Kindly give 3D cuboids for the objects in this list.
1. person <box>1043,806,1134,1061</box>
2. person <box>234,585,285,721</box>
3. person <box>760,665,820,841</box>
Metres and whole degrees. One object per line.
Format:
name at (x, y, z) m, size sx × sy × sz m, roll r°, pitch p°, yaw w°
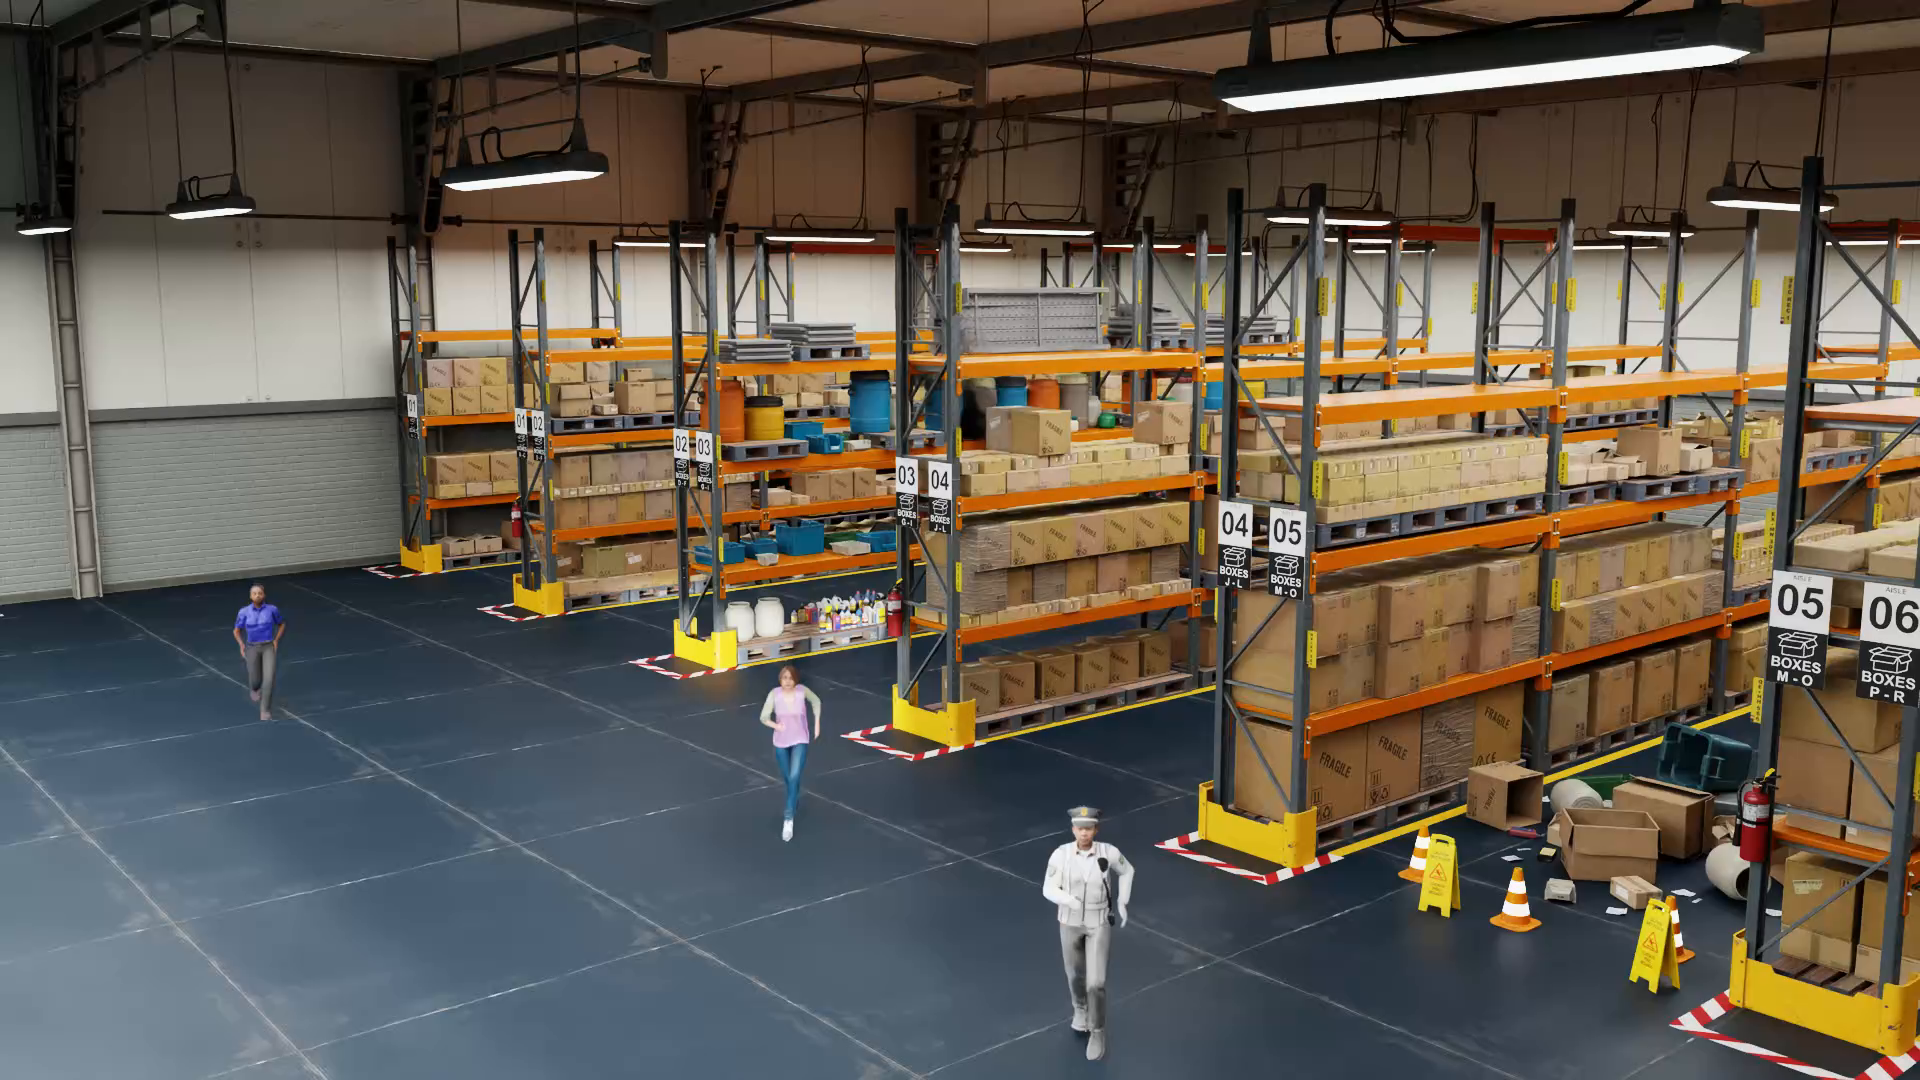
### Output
person at (0.855, 2.628, 11.241) m, size 0.578 × 1.738 × 0.718 m, roll 2°, pitch 9°, yaw 12°
person at (-8.378, 1.328, 19.940) m, size 0.575 × 1.618 × 0.611 m, roll -4°, pitch 10°, yaw -26°
person at (-1.615, 1.957, 15.886) m, size 0.562 × 1.617 × 0.890 m, roll 0°, pitch 9°, yaw -1°
